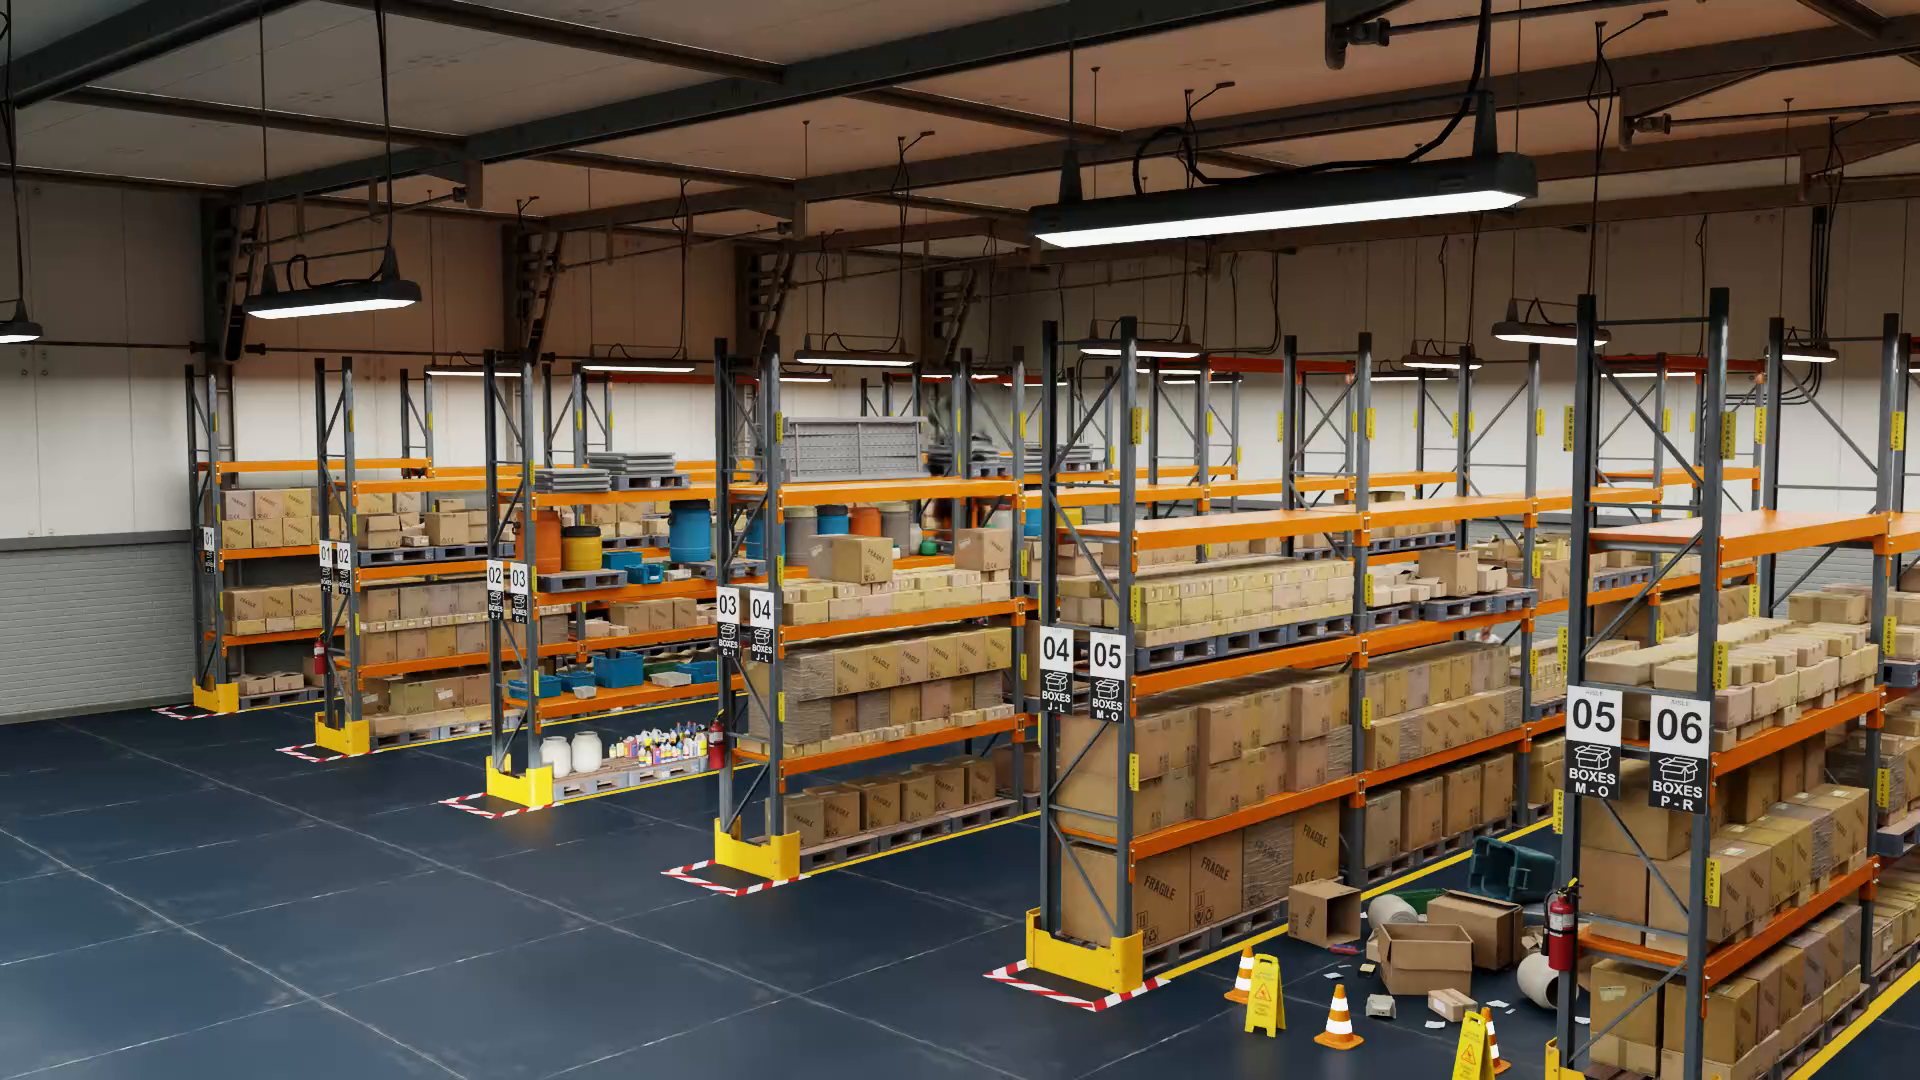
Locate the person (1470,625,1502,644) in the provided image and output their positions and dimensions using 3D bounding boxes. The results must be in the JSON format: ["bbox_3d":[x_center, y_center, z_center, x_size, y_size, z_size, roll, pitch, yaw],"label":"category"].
[{"bbox_3d":[8.674,2.160,27.582,0.645,1.749,0.659,3,5,34],"label":"person"}]
